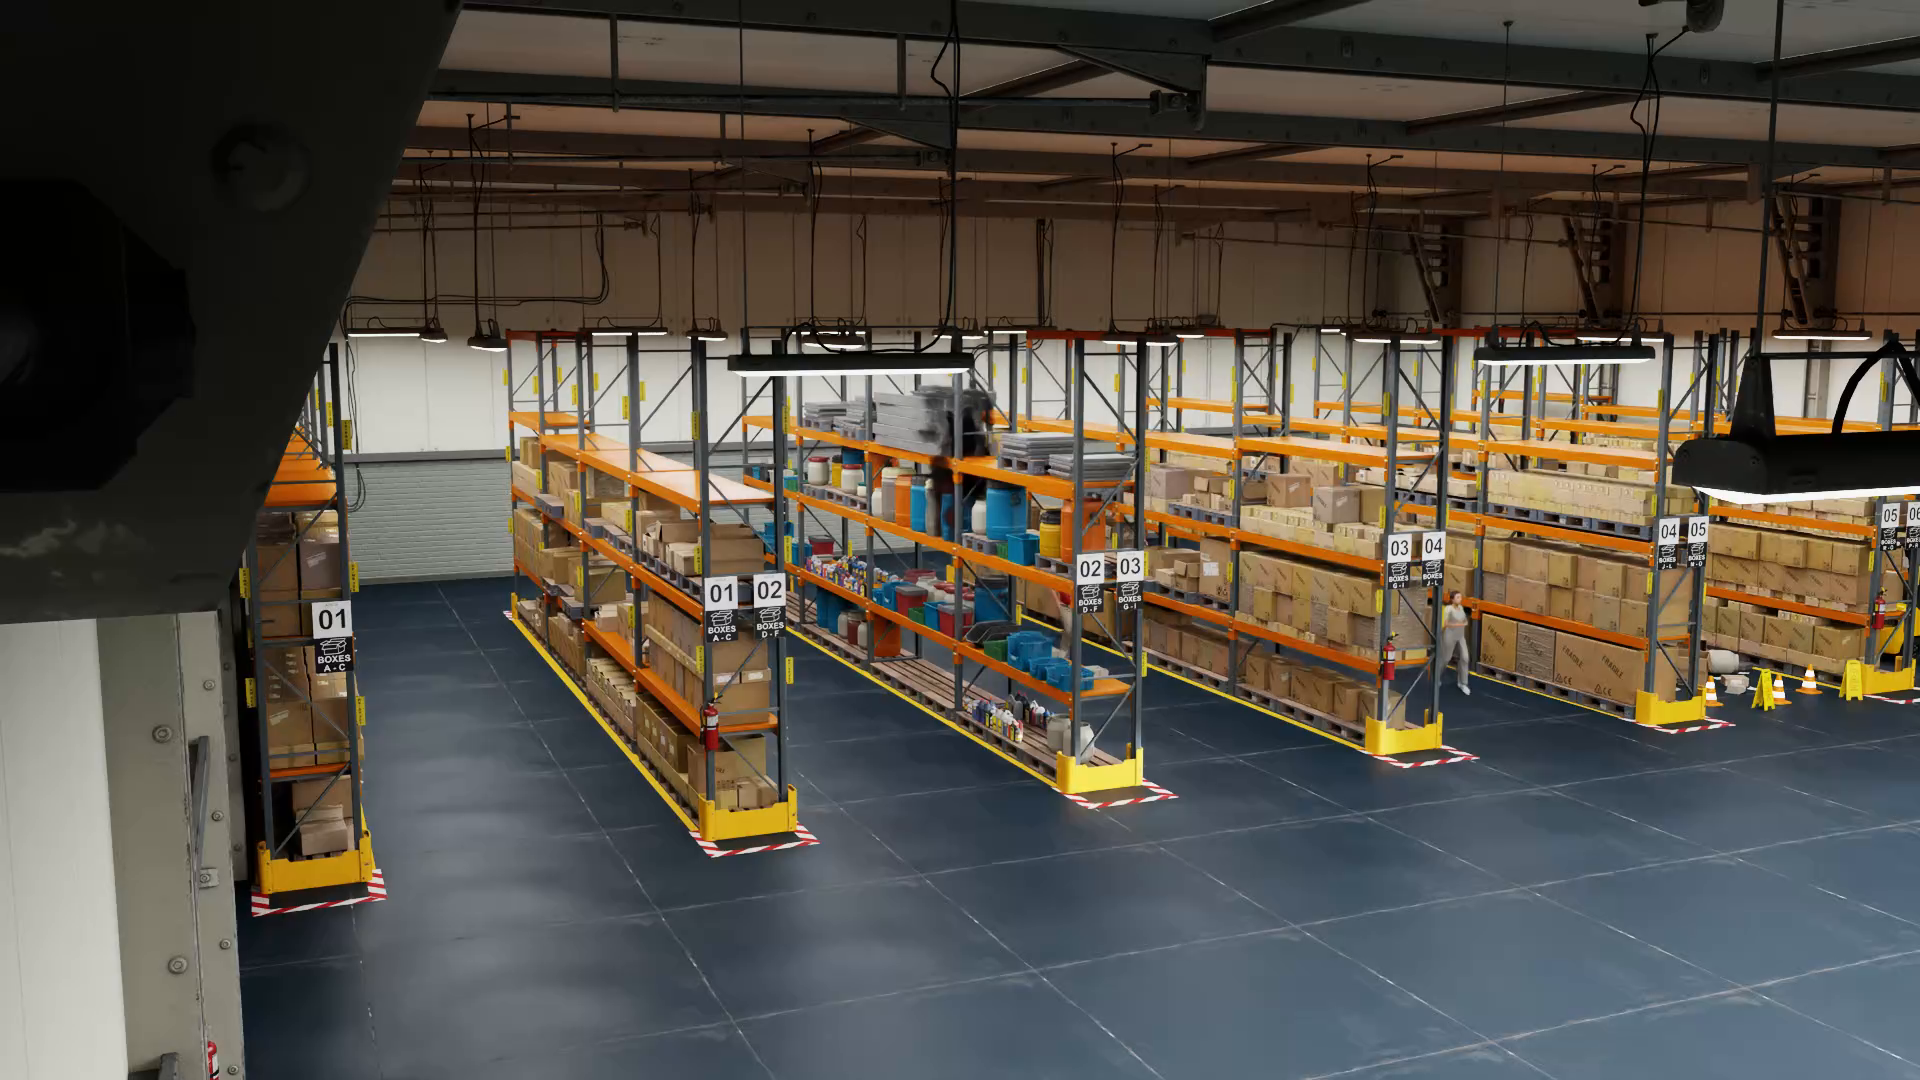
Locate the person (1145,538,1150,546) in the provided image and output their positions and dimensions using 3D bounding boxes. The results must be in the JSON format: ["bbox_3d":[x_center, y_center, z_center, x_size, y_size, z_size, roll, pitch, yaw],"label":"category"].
[{"bbox_3d":[3.852,0.575,35.974,0.675,1.830,0.722,-4,9,-29],"label":"person"}]

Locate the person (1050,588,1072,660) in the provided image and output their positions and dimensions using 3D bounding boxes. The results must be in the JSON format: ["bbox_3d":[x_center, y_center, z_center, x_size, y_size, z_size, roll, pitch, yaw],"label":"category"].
[{"bbox_3d":[2.042,1.340,30.673,0.624,1.806,0.781,-3,8,-23],"label":"person"}]

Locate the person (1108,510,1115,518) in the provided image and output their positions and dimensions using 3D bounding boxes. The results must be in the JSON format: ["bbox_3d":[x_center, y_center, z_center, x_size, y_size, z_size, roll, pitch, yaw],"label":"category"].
[{"bbox_3d":[3.626,-0.046,41.357,0.725,1.543,0.625,-4,9,-29],"label":"person"}]

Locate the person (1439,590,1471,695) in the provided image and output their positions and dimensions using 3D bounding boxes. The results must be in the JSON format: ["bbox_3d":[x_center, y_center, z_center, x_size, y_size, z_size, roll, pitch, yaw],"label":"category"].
[{"bbox_3d":[8.288,1.689,28.009,0.566,1.721,0.831,-3,9,-24],"label":"person"}]
